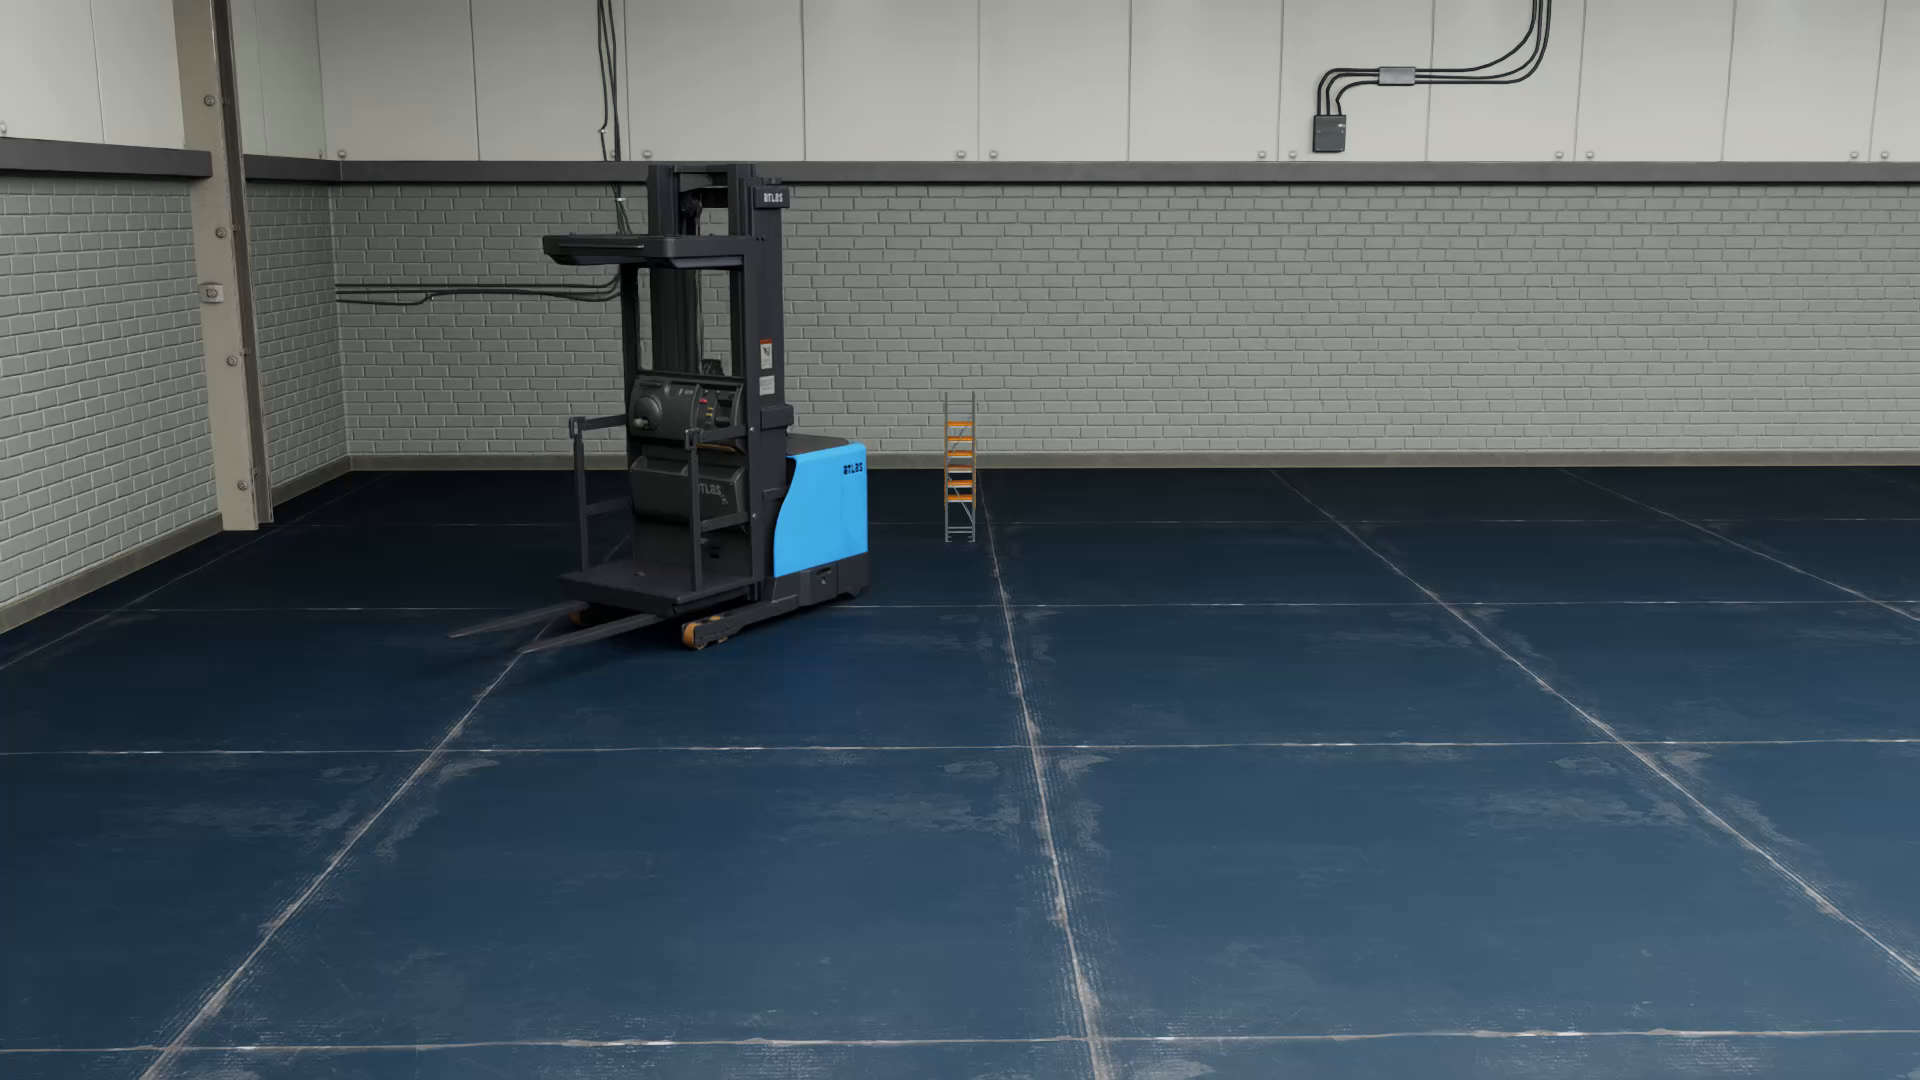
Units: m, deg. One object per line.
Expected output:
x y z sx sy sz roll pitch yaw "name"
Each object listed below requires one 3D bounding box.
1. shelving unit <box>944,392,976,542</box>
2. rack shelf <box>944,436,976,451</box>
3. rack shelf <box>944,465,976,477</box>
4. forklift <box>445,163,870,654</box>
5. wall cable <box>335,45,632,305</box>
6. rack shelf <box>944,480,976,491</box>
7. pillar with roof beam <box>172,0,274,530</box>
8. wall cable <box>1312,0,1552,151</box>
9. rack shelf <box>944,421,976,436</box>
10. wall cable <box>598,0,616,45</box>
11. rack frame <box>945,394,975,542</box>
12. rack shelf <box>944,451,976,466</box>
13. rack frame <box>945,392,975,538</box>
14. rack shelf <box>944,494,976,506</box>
0.000 -0.591 13.454 0.258 1.200 0.189 0 11 -1 "shelving unit"
0.000 -0.783 13.415 0.258 0.103 0.180 0 11 -1 "rack shelf"
0.000 -0.547 13.463 0.258 0.103 0.180 0 11 -1 "rack shelf"
-1.876 -0.871 10.482 1.130 2.935 3.031 8 14 34 "forklift"
-4.810 -3.601 16.486 3.097 2.526 0.112 0 11 -1 "wall cable"
0.000 -0.430 13.487 0.258 0.103 0.180 0 11 -1 "rack shelf"
-1.767 -4.549 13.351 9.100 9.000 0.400 0 11 -1 "pillar with roof beam"
4.682 -6.825 16.015 2.305 6.003 0.169 0 11 -1 "wall cable"
0.000 -0.900 13.391 0.258 0.103 0.180 0 11 -1 "rack shelf"
-2.105 -6.087 16.038 3.097 2.526 0.112 0 11 -1 "wall cable"
0.002 -0.573 13.364 0.240 1.200 0.006 0 11 -1 "rack frame"
0.000 -0.665 13.439 0.258 0.103 0.180 0 11 -1 "rack shelf"
-0.002 -0.609 13.544 0.240 1.200 0.006 0 11 -1 "rack frame"
0.000 -0.312 13.511 0.258 0.103 0.180 0 11 -1 "rack shelf"
